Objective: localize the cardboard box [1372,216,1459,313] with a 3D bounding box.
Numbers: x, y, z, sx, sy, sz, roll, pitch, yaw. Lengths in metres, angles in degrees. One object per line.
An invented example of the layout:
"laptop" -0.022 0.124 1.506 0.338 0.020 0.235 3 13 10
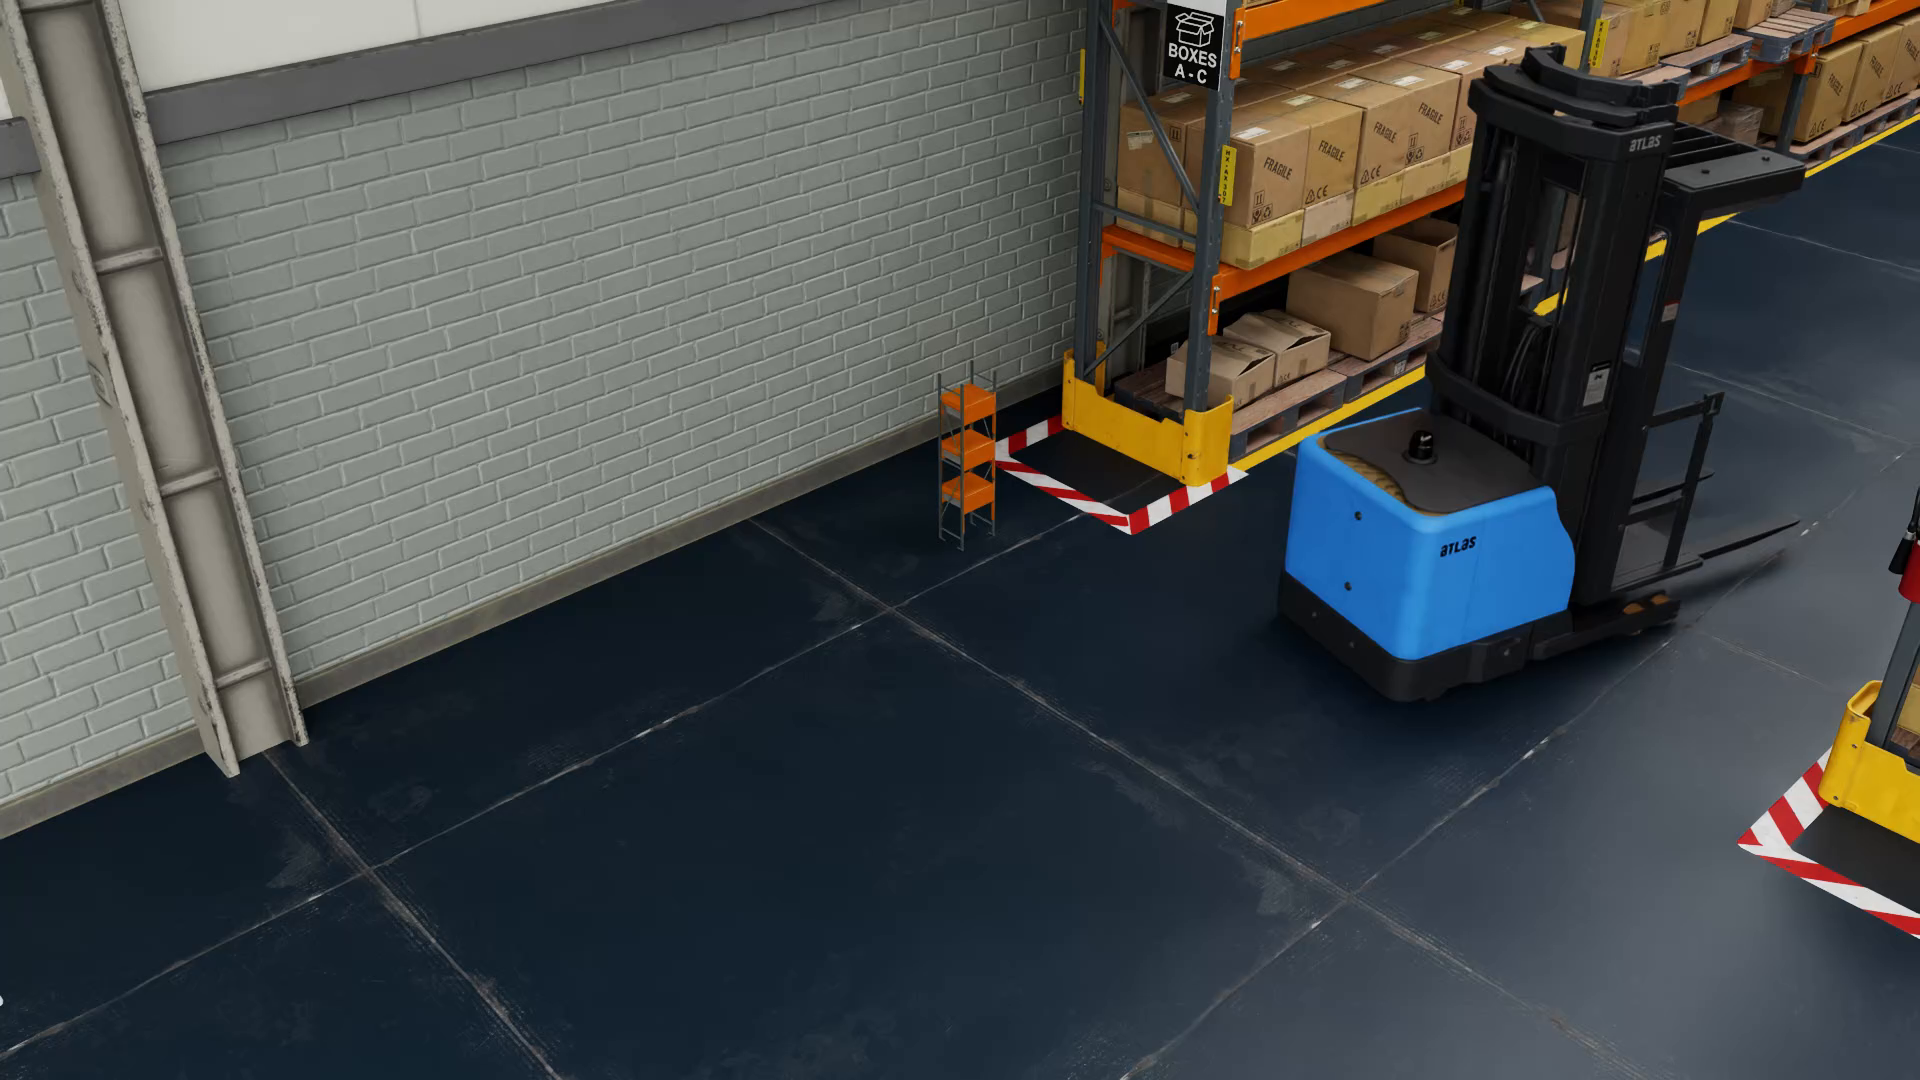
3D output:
"cardboard box" 3.299 -2.003 11.958 0.500 0.500 0.500 26 40 35

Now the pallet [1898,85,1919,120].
"pallet" 9.385 -4.610 16.921 1.213 0.211 1.003 -26 40 -35

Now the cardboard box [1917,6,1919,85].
"cardboard box" 9.511 -5.084 16.682 0.750 0.750 0.750 -25 40 -35

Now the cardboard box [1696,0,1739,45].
"cardboard box" 5.730 -4.293 13.212 0.500 0.500 0.700 -26 40 -35

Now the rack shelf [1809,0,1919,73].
"rack shelf" 8.433 -5.086 15.716 4.000 0.370 1.077 -26 40 -35

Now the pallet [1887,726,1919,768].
"pallet" 5.003 0.950 7.828 1.213 0.211 1.003 -26 40 -35

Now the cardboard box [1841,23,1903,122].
"cardboard box" 8.241 -4.464 15.668 0.750 0.750 0.750 -26 40 -36

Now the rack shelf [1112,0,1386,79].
"rack shelf" 2.567 -3.528 10.293 4.000 0.370 1.077 -26 40 -35

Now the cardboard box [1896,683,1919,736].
"cardboard box" 4.663 0.738 7.735 0.500 0.250 0.500 -26 40 -35

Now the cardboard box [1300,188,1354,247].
"cardboard box" 2.045 -2.032 10.156 0.500 0.250 0.500 -27 41 -37

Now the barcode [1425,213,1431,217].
"barcode" 3.474 -2.423 12.339 0.075 0.075 0.001 -26 40 -35

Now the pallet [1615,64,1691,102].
"pallet" 4.692 -3.398 12.450 1.213 0.211 1.003 -26 40 -35

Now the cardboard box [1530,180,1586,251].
"cardboard box" 4.562 -2.653 13.023 0.500 0.500 0.700 -24 39 -34

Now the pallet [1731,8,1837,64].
"pallet" 6.516 -4.308 13.938 1.003 0.211 1.213 -26 40 -35

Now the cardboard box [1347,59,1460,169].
"cardboard box" 2.777 -2.705 10.538 0.500 0.500 0.500 -24 39 -34

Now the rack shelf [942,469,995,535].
"rack shelf" 0.039 -0.221 9.492 0.240 0.259 0.215 -26 40 -35

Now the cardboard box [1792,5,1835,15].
"cardboard box" 7.365 -4.613 14.475 0.250 0.149 0.380 -26 40 -36

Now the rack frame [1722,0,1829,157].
"rack frame" 6.966 -4.684 14.368 0.127 3.000 1.000 -26 40 -35

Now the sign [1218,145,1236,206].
"sign" 1.469 -2.008 9.163 0.005 0.325 0.100 -26 40 -35

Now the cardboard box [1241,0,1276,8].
"cardboard box" 1.515 -3.200 8.952 0.500 0.500 0.500 -25 39 -34

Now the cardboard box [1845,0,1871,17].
"cardboard box" 7.808 -4.761 14.717 0.250 0.149 0.380 -24 39 -34

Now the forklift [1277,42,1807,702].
"forklift" 3.241 -0.978 8.374 3.031 2.935 1.130 -15 34 -23

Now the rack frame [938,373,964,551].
"rack frame" -0.050 -0.424 9.271 0.008 1.050 0.200 -26 40 -35

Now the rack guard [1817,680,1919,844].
"rack guard" 4.453 1.123 7.269 0.348 0.500 1.175 -26 40 -35

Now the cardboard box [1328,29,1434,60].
"cardboard box" 2.795 -3.086 11.161 0.500 0.500 0.500 -25 39 -34

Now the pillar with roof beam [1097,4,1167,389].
"pillar with roof beam" 3.952 -3.338 6.417 0.400 9.000 9.100 -26 40 -35

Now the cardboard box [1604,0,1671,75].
"cardboard box" 4.844 -3.858 12.501 0.500 0.500 0.700 -21 37 -31

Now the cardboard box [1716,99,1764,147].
"cardboard box" 6.474 -3.529 14.455 0.500 0.500 0.700 -25 39 -35

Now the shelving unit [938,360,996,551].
"shelving unit" 0.039 -0.467 9.342 0.252 1.050 0.215 -26 40 -35

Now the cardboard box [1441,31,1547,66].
"cardboard box" 3.535 -3.064 11.126 0.500 0.500 0.500 -26 40 -36

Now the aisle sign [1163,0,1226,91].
"aisle sign" 1.251 -2.815 8.820 0.004 0.787 0.394 -26 40 -35

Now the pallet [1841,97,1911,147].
"pallet" 8.490 -4.175 16.210 1.213 0.211 1.003 -26 40 -35

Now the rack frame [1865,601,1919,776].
"rack frame" 4.471 0.048 6.631 0.127 3.000 1.000 -26 40 -35

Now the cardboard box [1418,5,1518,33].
"cardboard box" 3.546 -3.442 11.744 0.500 0.500 0.500 -27 40 -36

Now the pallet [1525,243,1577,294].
"pallet" 4.603 -2.352 13.228 1.213 0.211 1.003 -26 40 -35

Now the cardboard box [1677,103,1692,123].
"cardboard box" 5.639 -3.487 13.667 0.500 0.250 0.500 -26 40 -36

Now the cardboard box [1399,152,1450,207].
"cardboard box" 2.795 -2.389 10.740 0.500 0.250 0.500 -25 40 -35

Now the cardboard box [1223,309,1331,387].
"cardboard box" 2.087 -1.300 10.990 0.500 0.311 0.500 -22 38 -32

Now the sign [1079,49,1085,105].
"sign" 0.737 -2.694 9.702 0.005 0.325 0.100 -26 40 -35

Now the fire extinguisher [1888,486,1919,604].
"fire extinguisher" 4.068 -0.055 6.873 0.183 0.674 0.296 -26 40 -35

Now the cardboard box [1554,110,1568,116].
"cardboard box" 3.892 -2.925 11.618 0.500 0.250 0.500 -26 40 -35

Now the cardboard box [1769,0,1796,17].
"cardboard box" 6.628 -4.743 13.949 0.700 0.500 0.500 24 39 34

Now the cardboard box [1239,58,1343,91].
"cardboard box" 2.053 -2.719 10.561 0.500 0.500 0.500 -27 41 -37

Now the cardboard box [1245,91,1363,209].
"cardboard box" 2.024 -2.336 9.935 0.500 0.500 0.500 -26 40 -35

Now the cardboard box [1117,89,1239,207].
"cardboard box" 1.301 -2.359 9.972 0.500 0.500 0.500 -26 40 -36
